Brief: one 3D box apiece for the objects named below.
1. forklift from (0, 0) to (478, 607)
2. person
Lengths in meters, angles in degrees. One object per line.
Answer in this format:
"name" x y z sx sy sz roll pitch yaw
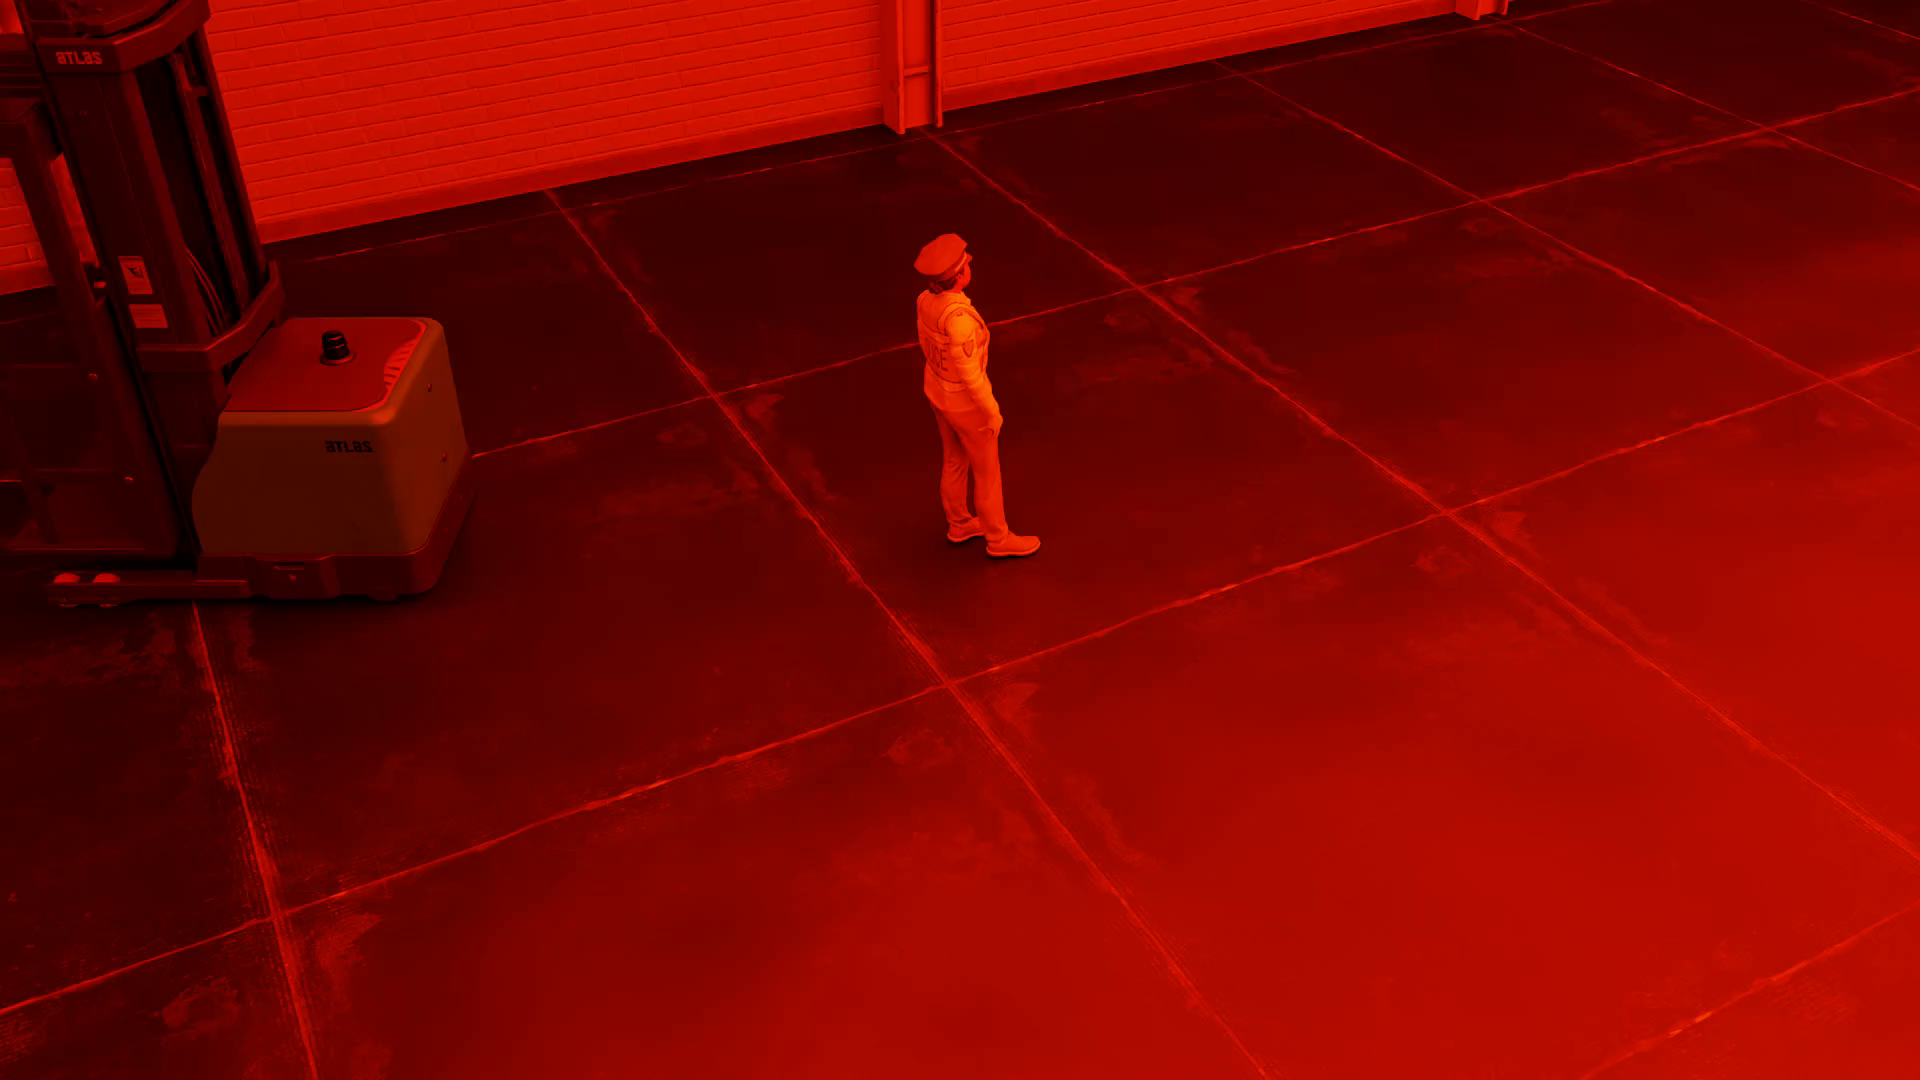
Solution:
"forklift" -4.106 -1.173 7.782 3.031 2.935 1.130 0 35 0
"person" 0.062 -0.713 8.190 0.534 1.696 0.587 -17 39 -23
